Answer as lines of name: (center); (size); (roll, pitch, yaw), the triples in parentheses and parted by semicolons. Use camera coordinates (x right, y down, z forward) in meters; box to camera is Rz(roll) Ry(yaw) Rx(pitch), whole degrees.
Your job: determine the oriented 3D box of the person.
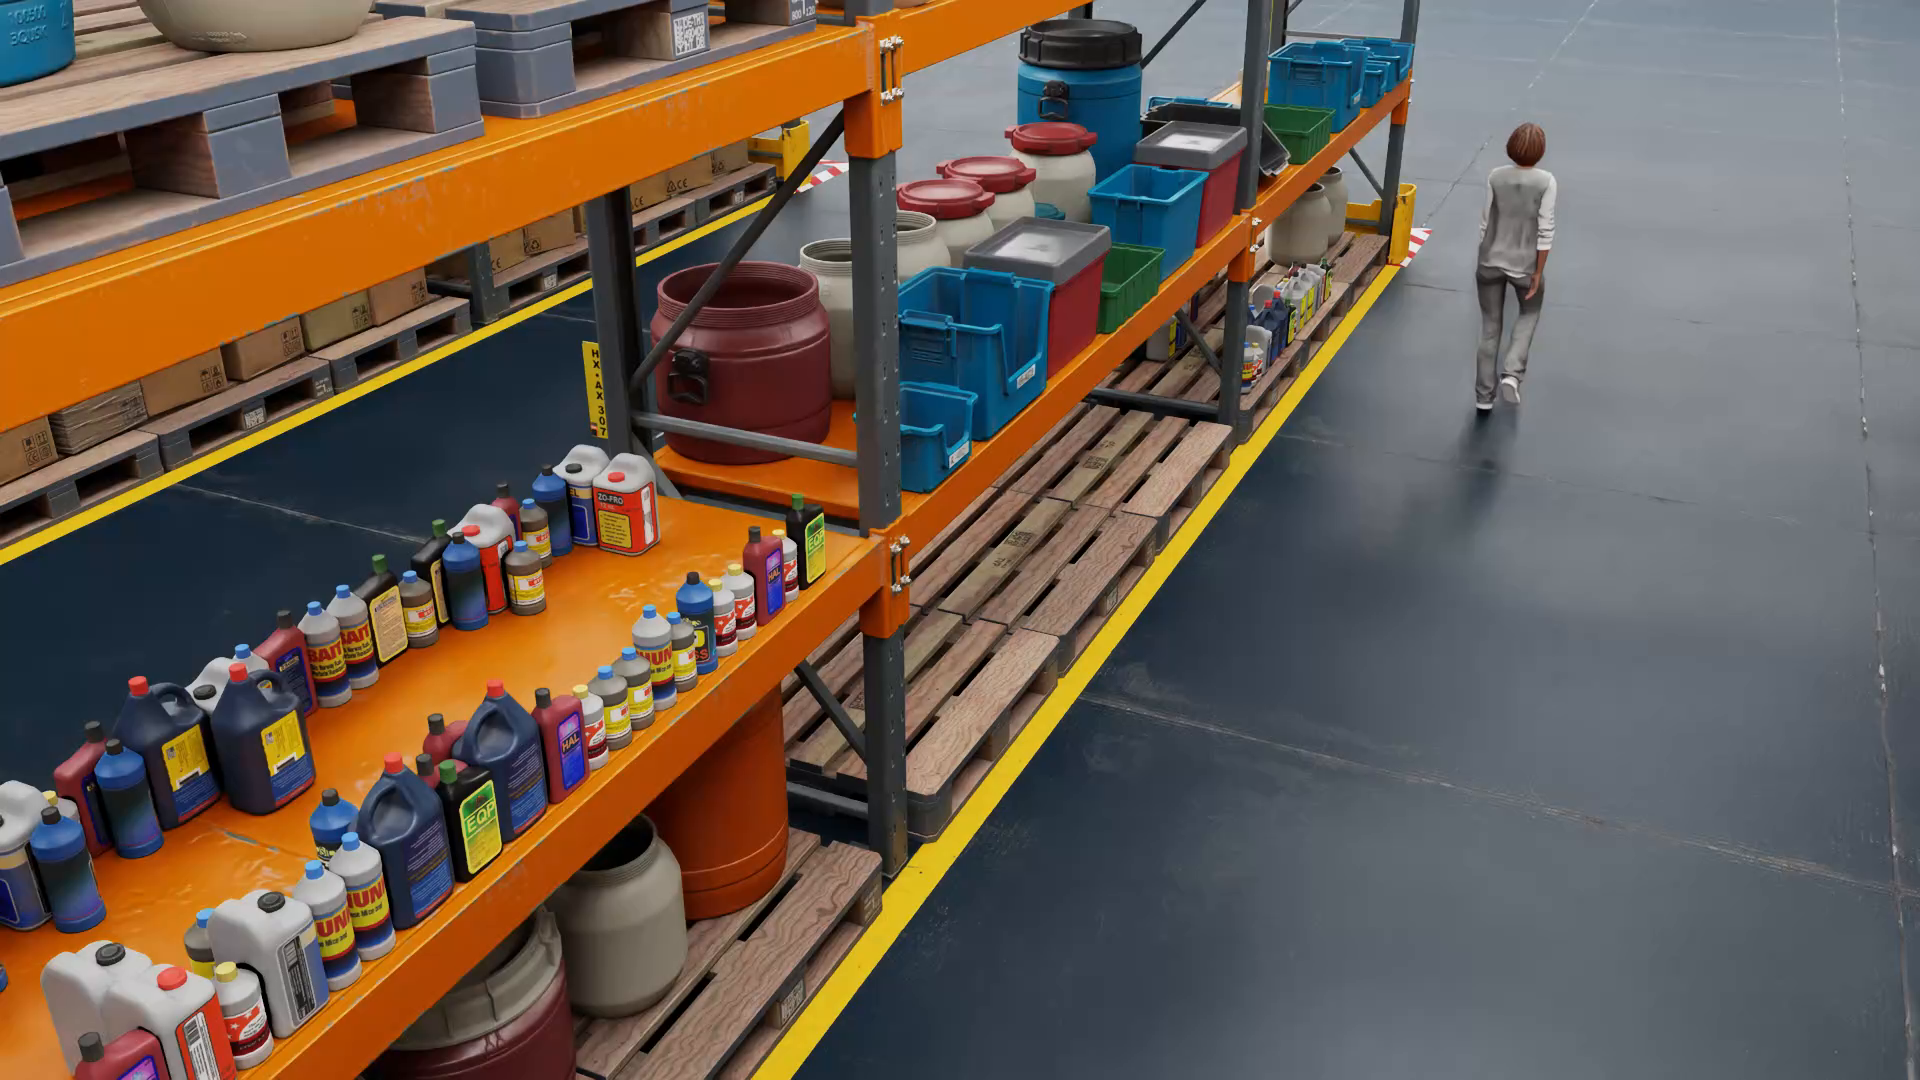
person: (3.033, -1.496, 9.153); (0.408, 1.609, 0.451); (11, 29, 22)
